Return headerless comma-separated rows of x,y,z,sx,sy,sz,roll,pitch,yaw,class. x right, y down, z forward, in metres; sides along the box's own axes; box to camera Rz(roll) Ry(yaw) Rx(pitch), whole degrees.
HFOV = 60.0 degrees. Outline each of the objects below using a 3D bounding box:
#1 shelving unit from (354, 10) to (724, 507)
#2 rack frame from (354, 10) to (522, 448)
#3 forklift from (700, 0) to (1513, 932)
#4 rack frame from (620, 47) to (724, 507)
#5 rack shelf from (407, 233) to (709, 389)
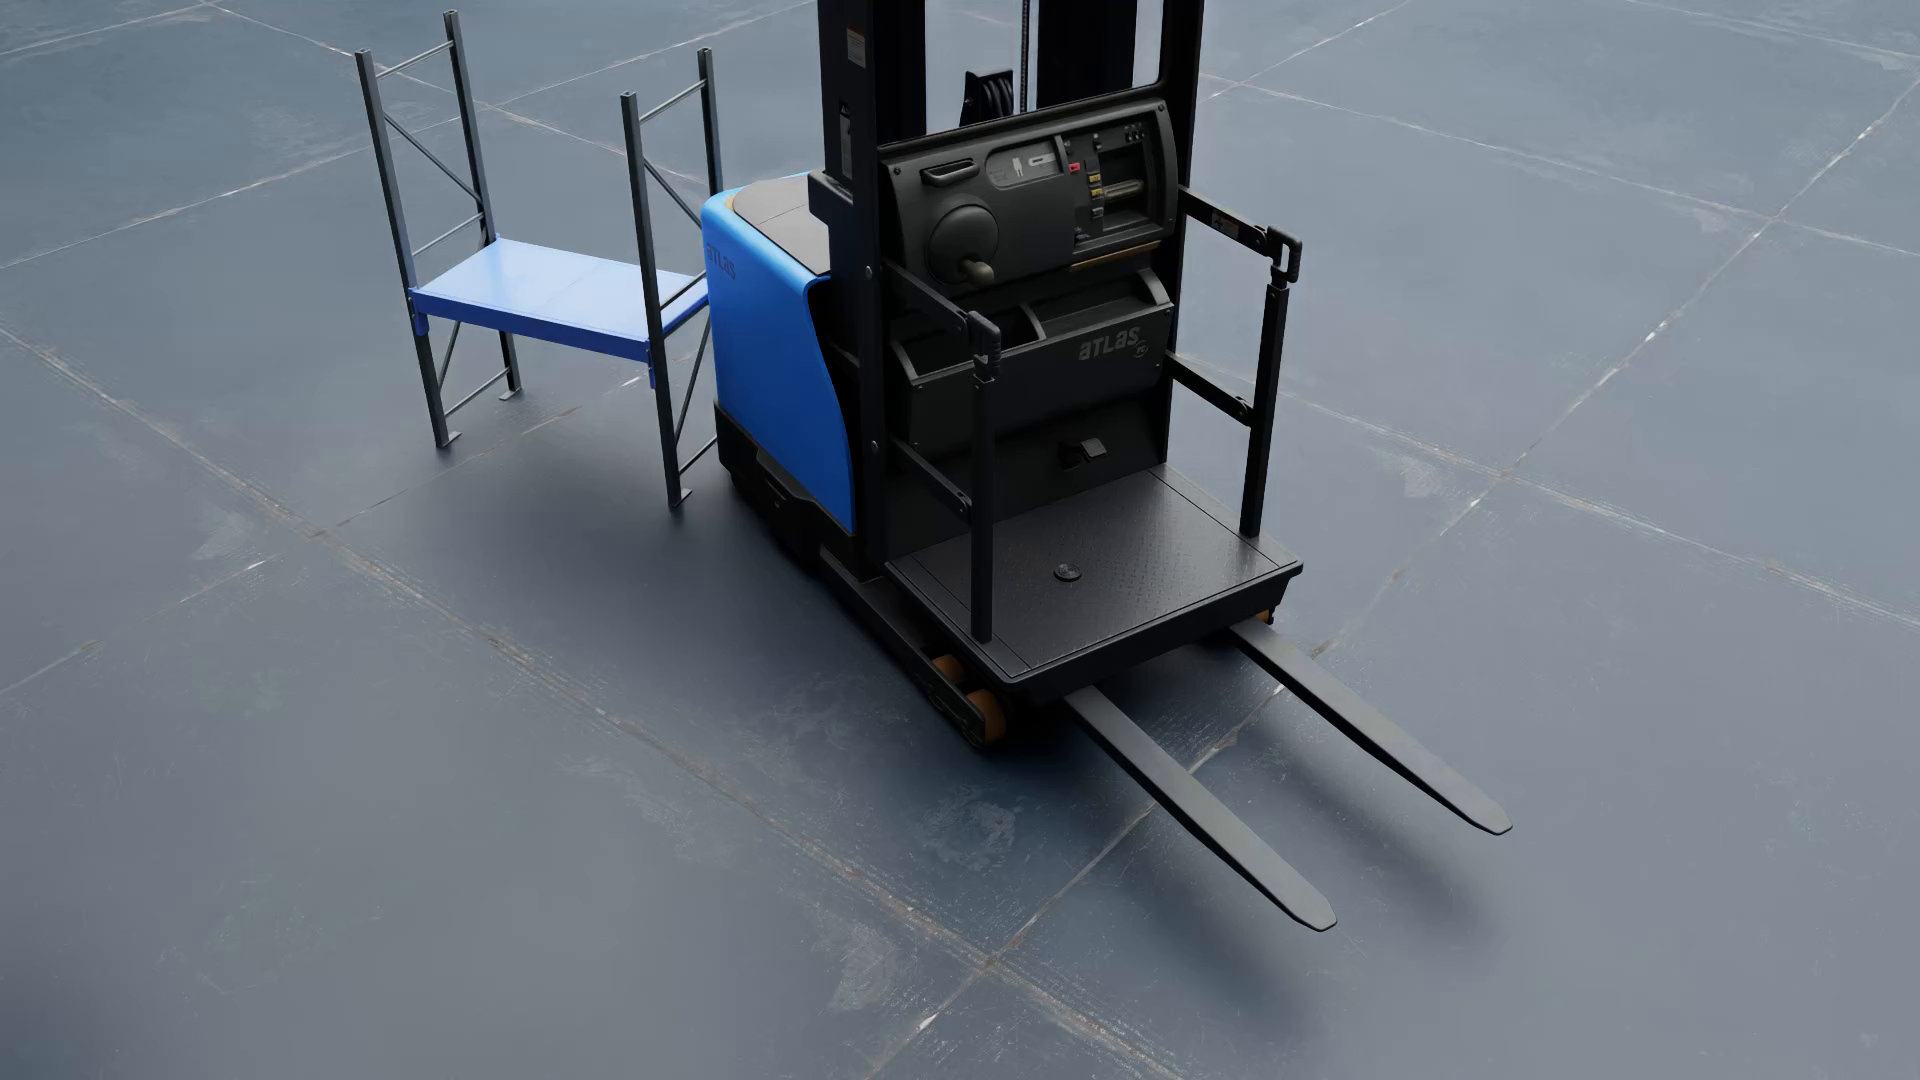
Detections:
-1.393,-0.982,5.855,1.048,1.500,0.538,14,37,19,shelving unit
-1.859,-1.096,6.021,0.032,1.500,0.500,14,37,19,rack frame
0.335,-0.910,4.485,1.130,2.935,3.031,-20,39,-26,forklift
-0.926,-0.867,5.688,0.032,1.500,0.500,14,37,19,rack frame
-1.393,-0.834,5.957,1.000,0.185,0.538,14,37,19,rack shelf
